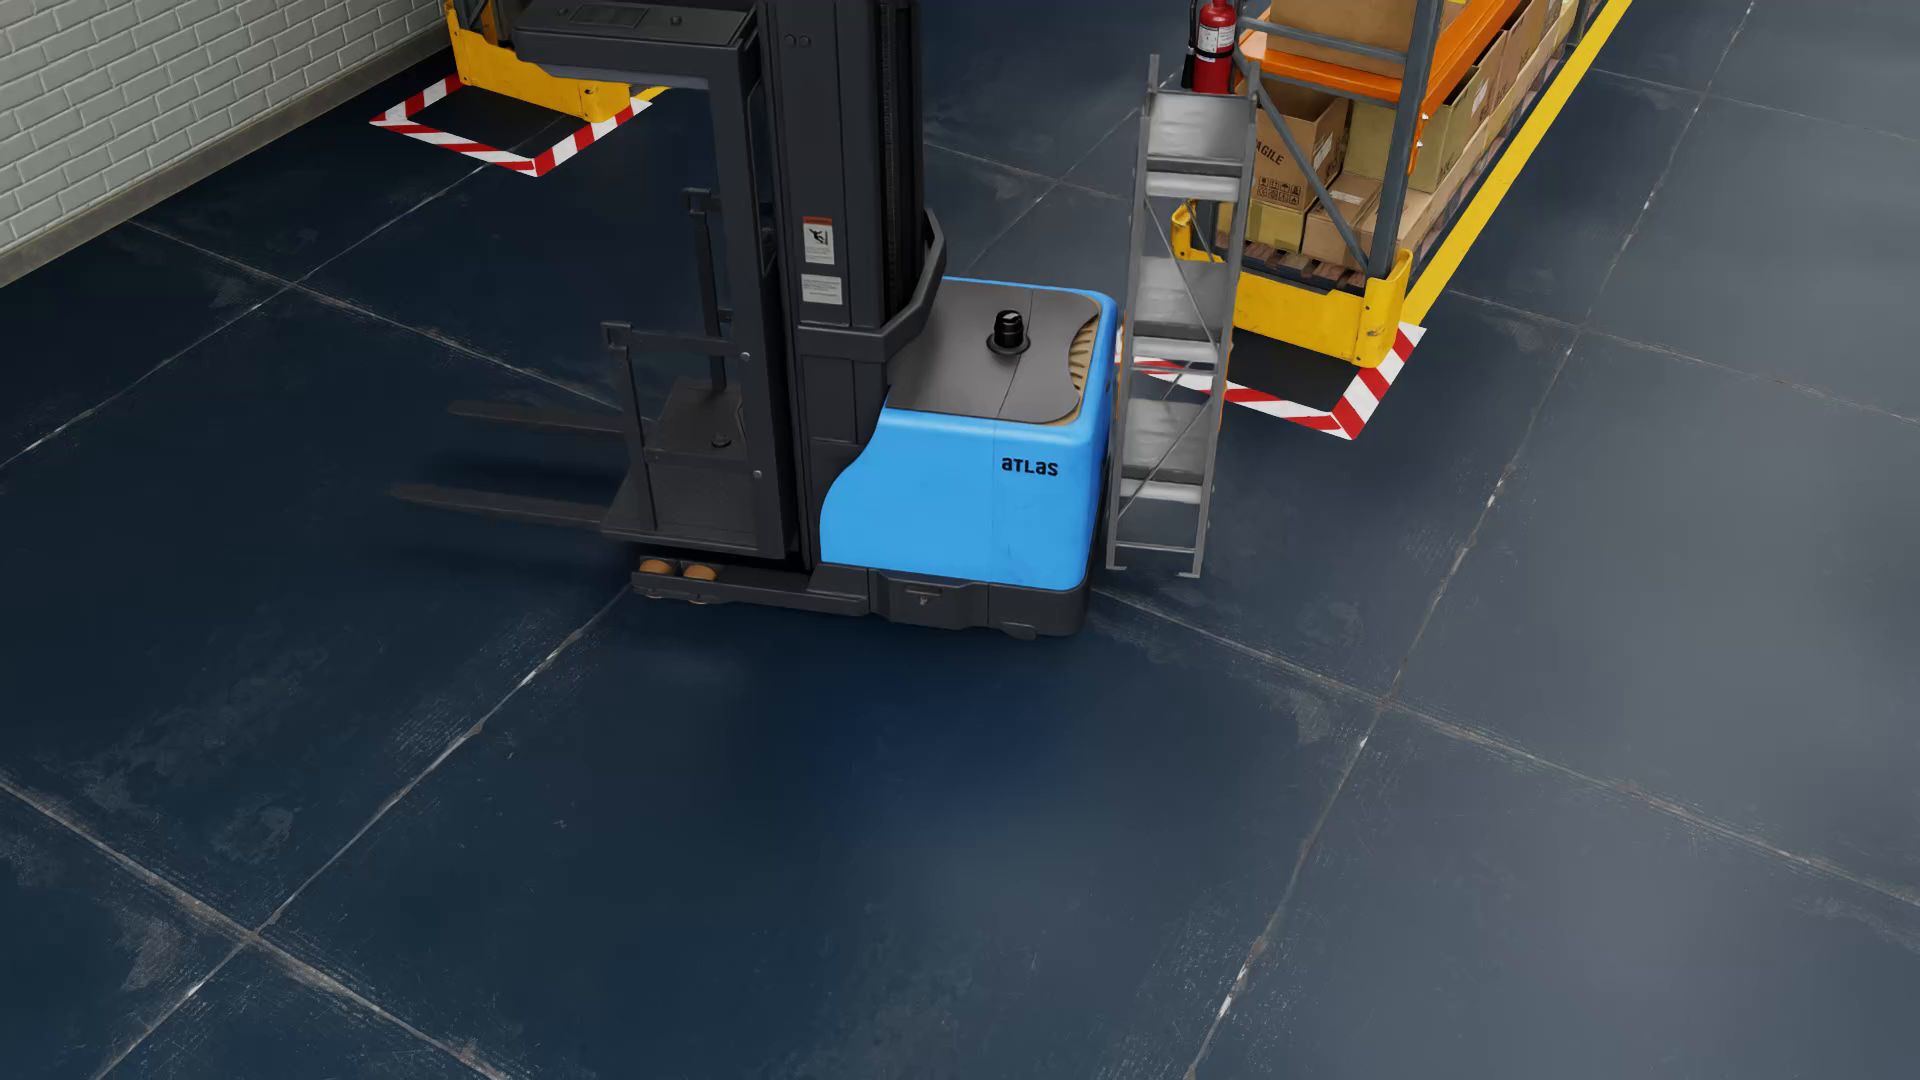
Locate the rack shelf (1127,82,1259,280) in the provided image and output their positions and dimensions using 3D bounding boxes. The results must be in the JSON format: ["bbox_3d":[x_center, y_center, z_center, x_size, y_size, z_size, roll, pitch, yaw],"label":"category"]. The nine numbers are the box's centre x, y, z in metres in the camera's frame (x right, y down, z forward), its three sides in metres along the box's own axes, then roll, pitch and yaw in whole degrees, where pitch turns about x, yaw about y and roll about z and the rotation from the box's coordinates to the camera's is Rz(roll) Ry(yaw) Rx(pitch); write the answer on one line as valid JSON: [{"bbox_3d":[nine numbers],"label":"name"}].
[{"bbox_3d":[0.858,-1.323,6.125,0.431,0.518,0.480,6,42,7],"label":"rack shelf"}]

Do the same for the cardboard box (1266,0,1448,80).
[{"bbox_3d":[1.885,-2.564,7.817,0.700,0.500,0.500,21,45,22],"label":"cardboard box"}]

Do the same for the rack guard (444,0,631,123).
[{"bbox_3d":[-2.612,-3.005,10.285,1.175,0.500,0.348,21,45,22],"label":"rack guard"}]

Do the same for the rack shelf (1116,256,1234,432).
[{"bbox_3d":[0.858,-0.798,6.588,0.431,0.518,0.480,6,42,7],"label":"rack shelf"}]

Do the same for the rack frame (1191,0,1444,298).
[{"bbox_3d":[1.641,-2.264,7.551,1.000,3.000,0.127,21,45,22],"label":"rack frame"}]

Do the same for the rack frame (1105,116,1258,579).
[{"bbox_3d":[0.821,-0.648,6.398,0.400,2.100,0.015,6,42,7],"label":"rack frame"}]

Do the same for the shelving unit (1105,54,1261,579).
[{"bbox_3d":[0.858,-0.808,6.579,0.431,2.100,0.503,6,42,7],"label":"shelving unit"}]

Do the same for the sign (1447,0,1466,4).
[{"bbox_3d":[2.118,-2.432,7.027,0.100,0.325,0.005,21,45,22],"label":"sign"}]

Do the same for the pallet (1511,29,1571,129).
[{"bbox_3d":[3.208,-3.065,10.571,1.003,0.211,1.213,21,45,22],"label":"pallet"}]

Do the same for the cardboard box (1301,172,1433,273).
[{"bbox_3d":[2.102,-1.623,8.586,0.500,0.250,0.500,21,45,22],"label":"cardboard box"}]

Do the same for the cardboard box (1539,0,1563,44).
[{"bbox_3d":[3.339,-3.340,9.968,0.500,0.500,0.500,21,45,22],"label":"cardboard box"}]

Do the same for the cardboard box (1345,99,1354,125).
[{"bbox_3d":[2.139,-2.653,9.189,0.500,0.500,0.500,21,45,22],"label":"cardboard box"}]

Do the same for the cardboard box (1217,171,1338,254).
[{"bbox_3d":[1.653,-1.794,8.781,0.500,0.250,0.500,21,45,22],"label":"cardboard box"}]

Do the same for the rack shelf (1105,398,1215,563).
[{"bbox_3d":[0.858,-0.272,7.050,0.431,0.518,0.480,6,42,7],"label":"rack shelf"}]

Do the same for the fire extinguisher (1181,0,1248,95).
[{"bbox_3d":[1.179,-2.321,7.674,0.296,0.674,0.183,21,45,22],"label":"fire extinguisher"}]

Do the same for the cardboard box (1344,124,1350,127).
[{"bbox_3d":[2.142,-2.371,9.435,0.500,0.250,0.500,21,45,22],"label":"cardboard box"}]

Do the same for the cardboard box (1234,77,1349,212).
[{"bbox_3d":[1.651,-2.076,8.534,0.500,0.500,0.500,21,45,22],"label":"cardboard box"}]

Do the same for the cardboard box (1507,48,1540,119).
[{"bbox_3d":[3.103,-2.767,9.885,0.500,0.250,0.500,21,45,22],"label":"cardboard box"}]

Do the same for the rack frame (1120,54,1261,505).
[{"bbox_3d":[0.895,-0.967,6.760,0.400,2.100,0.015,6,42,7],"label":"rack frame"}]

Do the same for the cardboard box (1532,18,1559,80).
[{"bbox_3d":[3.341,-3.058,10.216,0.500,0.250,0.500,21,45,22],"label":"cardboard box"}]

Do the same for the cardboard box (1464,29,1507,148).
[{"bbox_3d":[2.589,-2.481,8.994,0.500,0.500,0.500,21,45,22],"label":"cardboard box"}]

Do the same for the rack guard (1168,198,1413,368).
[{"bbox_3d":[1.629,-1.312,8.362,1.175,0.500,0.348,21,45,22],"label":"rack guard"}]

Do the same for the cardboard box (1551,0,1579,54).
[{"bbox_3d":[3.600,-3.341,10.537,0.500,0.250,0.500,21,45,22],"label":"cardboard box"}]

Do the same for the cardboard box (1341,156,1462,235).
[{"bbox_3d":[2.349,-1.910,8.912,0.500,0.250,0.500,21,45,22],"label":"cardboard box"}]

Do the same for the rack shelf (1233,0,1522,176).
[{"bbox_3d":[2.642,-3.138,9.088,1.077,0.370,4.000,21,45,22],"label":"rack shelf"}]

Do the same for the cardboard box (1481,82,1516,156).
[{"bbox_3d":[2.854,-2.481,9.560,0.500,0.250,0.500,21,45,22],"label":"cardboard box"}]

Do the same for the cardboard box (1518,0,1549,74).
[{"bbox_3d":[3.092,-3.053,9.642,0.500,0.500,0.500,21,45,22],"label":"cardboard box"}]

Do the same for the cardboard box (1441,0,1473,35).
[{"bbox_3d":[2.144,-2.866,8.160,0.700,0.500,0.500,22,46,23],"label":"cardboard box"}]

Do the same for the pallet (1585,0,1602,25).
[{"bbox_3d":[3.977,-3.941,11.565,1.003,0.211,1.213,21,45,22],"label":"pallet"}]

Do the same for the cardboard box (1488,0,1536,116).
[{"bbox_3d":[2.855,-2.762,9.312,0.500,0.500,0.500,21,45,22],"label":"cardboard box"}]

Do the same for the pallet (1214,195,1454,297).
[{"bbox_3d":[1.987,-1.669,8.985,1.003,0.211,1.213,21,45,22],"label":"pallet"}]

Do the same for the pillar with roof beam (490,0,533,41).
[{"bbox_3d":[0.679,-5.414,6.589,9.100,9.000,0.400,21,45,22],"label":"pillar with roof beam"}]

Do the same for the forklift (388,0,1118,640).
[{"bbox_3d":[-0.910,-1.167,6.357,3.031,2.935,1.130,7,42,8],"label":"forklift"}]

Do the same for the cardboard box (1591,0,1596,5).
[{"bbox_3d":[4.059,-3.827,11.089,0.500,0.250,0.500,20,45,21],"label":"cardboard box"}]

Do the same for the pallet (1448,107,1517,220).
[{"bbox_3d":[2.599,-2.364,9.775,1.003,0.211,1.213,21,45,22],"label":"pallet"}]

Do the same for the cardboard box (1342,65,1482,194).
[{"bbox_3d":[2.350,-2.191,8.664,0.500,0.500,0.500,21,45,22],"label":"cardboard box"}]

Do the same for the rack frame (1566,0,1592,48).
[{"bbox_3d":[3.642,-4.553,10.150,1.000,3.000,0.127,21,45,22],"label":"rack frame"}]

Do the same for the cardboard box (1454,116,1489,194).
[{"bbox_3d":[2.599,-2.196,9.237,0.500,0.250,0.500,21,45,22],"label":"cardboard box"}]

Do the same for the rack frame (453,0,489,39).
[{"bbox_3d":[-2.650,-3.900,9.409,1.000,3.000,0.127,21,45,22],"label":"rack frame"}]

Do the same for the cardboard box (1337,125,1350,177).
[{"bbox_3d":[1.893,-2.084,9.110,0.500,0.250,0.500,21,45,22],"label":"cardboard box"}]

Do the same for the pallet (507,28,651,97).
[{"bbox_3d":[-2.175,-3.350,10.895,1.003,0.211,1.213,21,45,22],"label":"pallet"}]
